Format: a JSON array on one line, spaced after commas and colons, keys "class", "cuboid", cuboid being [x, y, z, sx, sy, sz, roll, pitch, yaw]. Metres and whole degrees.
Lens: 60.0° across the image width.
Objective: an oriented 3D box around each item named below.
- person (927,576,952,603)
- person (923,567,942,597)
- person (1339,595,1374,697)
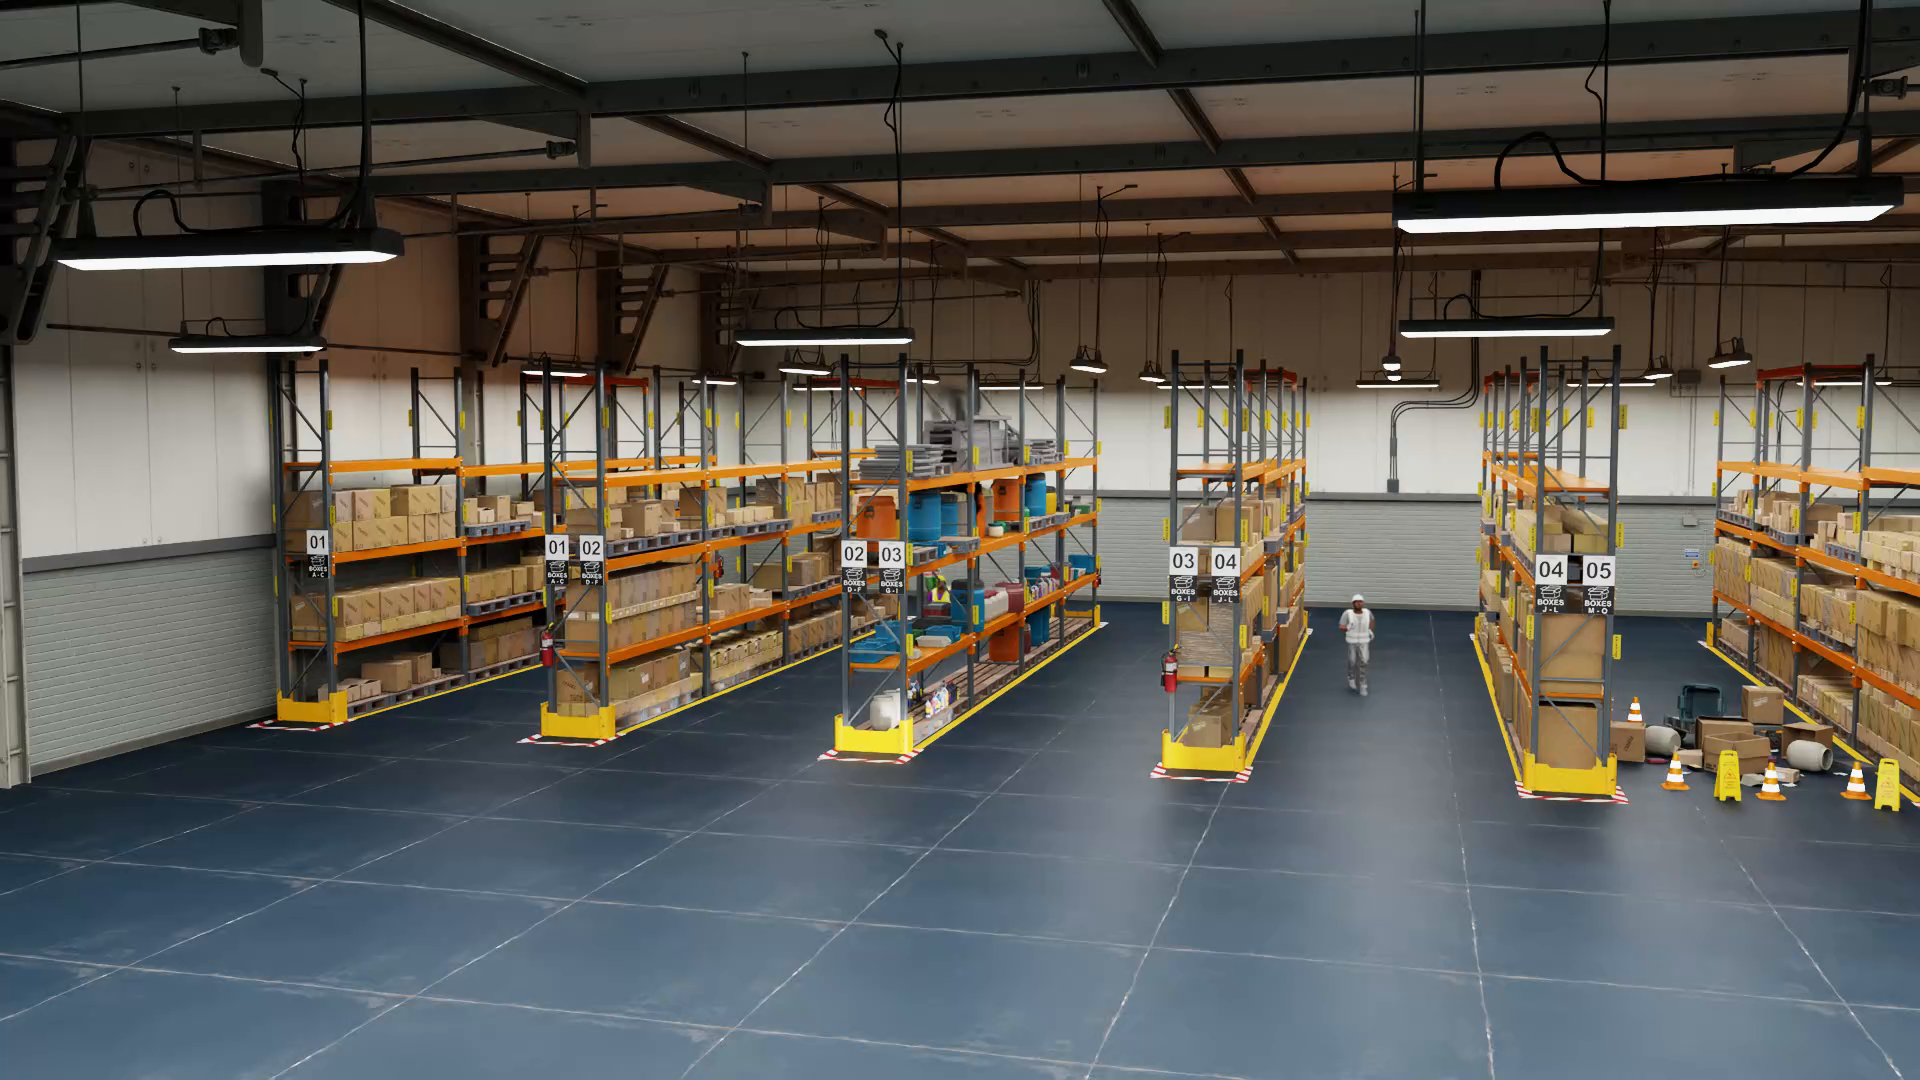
[{"class": "person", "cuboid": [-0.374, 1.565, 34.990, 0.687, 1.645, 0.962, 1, 4, 14]}, {"class": "person", "cuboid": [-0.776, 0.988, 43.719, 0.661, 1.745, 0.761, -2, 4, -24]}, {"class": "person", "cuboid": [7.266, 1.905, 30.425, 0.669, 1.823, 0.855, 0, 4, 6]}]
